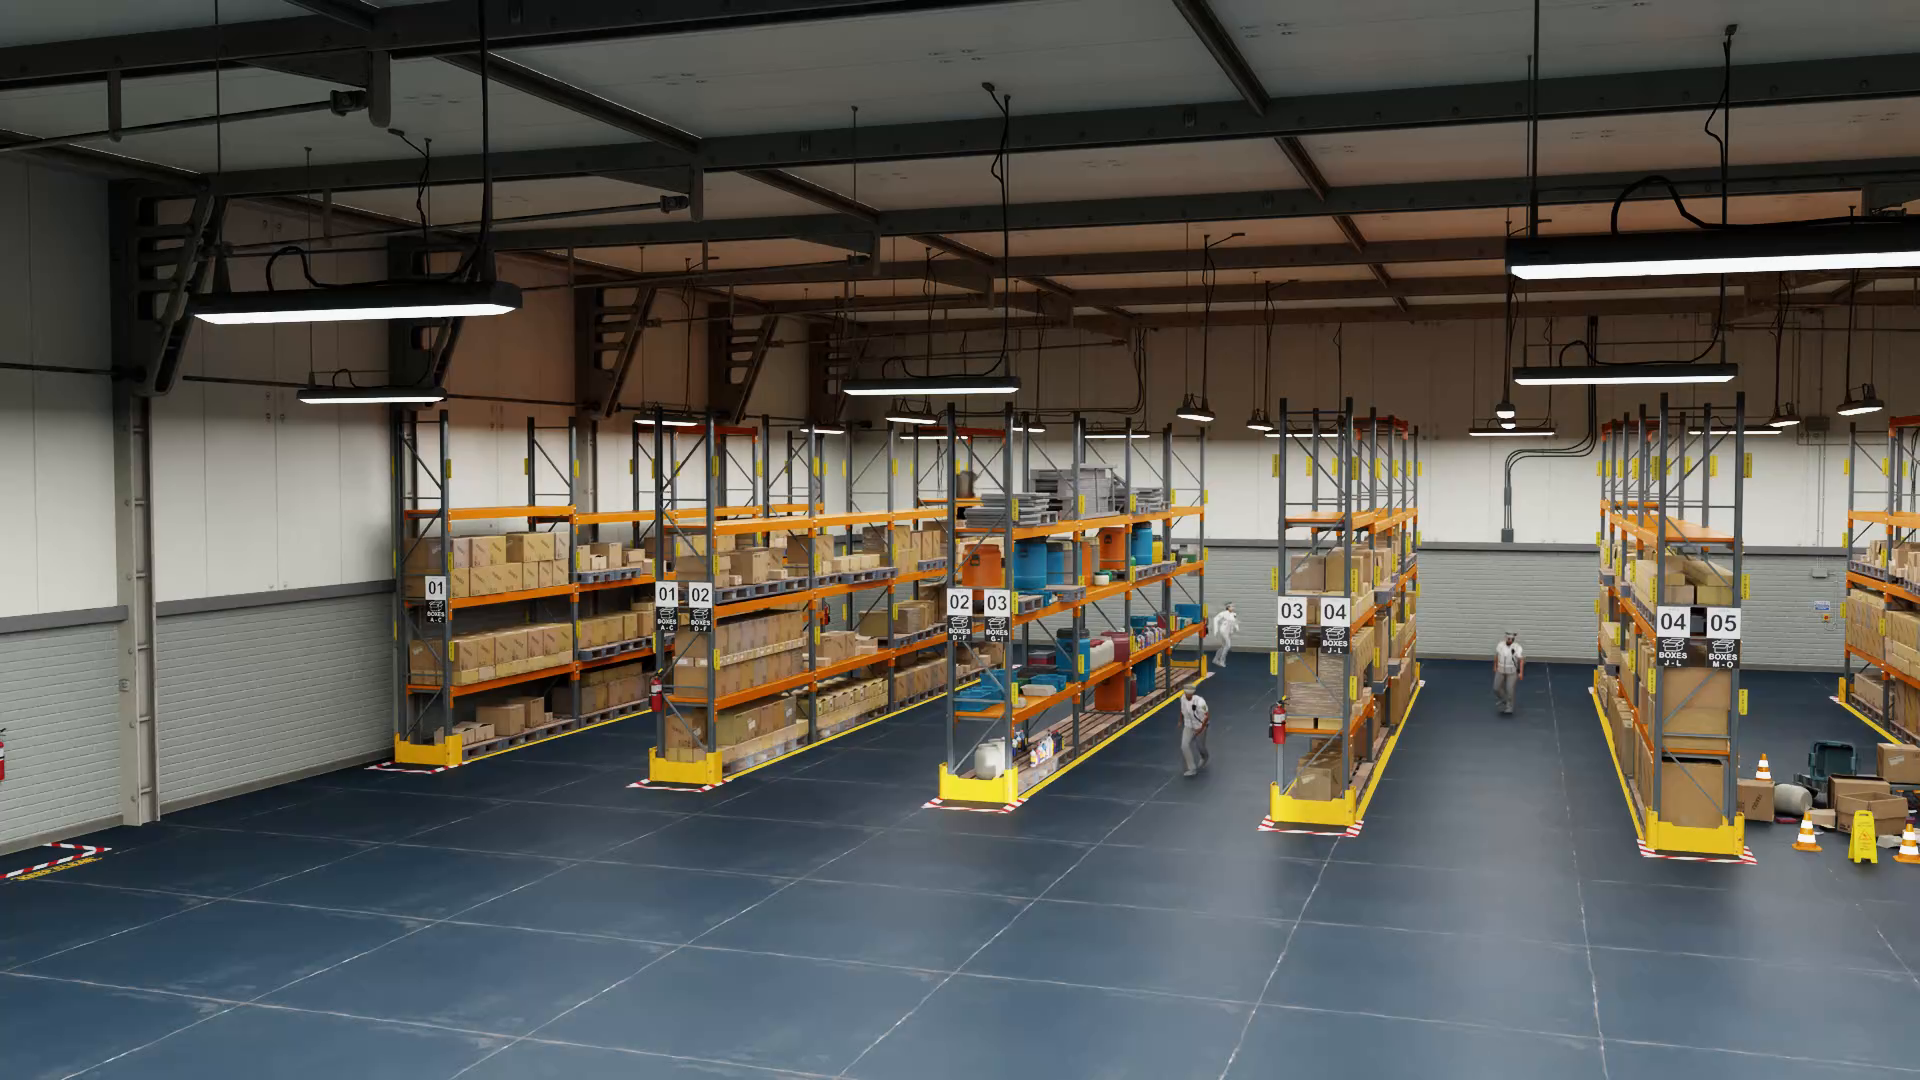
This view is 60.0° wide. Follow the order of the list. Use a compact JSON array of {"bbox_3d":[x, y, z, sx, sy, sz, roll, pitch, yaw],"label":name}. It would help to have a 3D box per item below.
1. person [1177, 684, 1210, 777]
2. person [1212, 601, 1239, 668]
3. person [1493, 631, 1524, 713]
[{"bbox_3d":[3.896,3.073,27.288,0.574,1.513,1.042,2,3,32],"label":"person"},{"bbox_3d":[6.694,2.364,41.940,0.683,1.644,0.766,-2,3,-37],"label":"person"},{"bbox_3d":[11.240,2.691,34.089,0.720,1.695,0.616,2,3,37],"label":"person"}]
